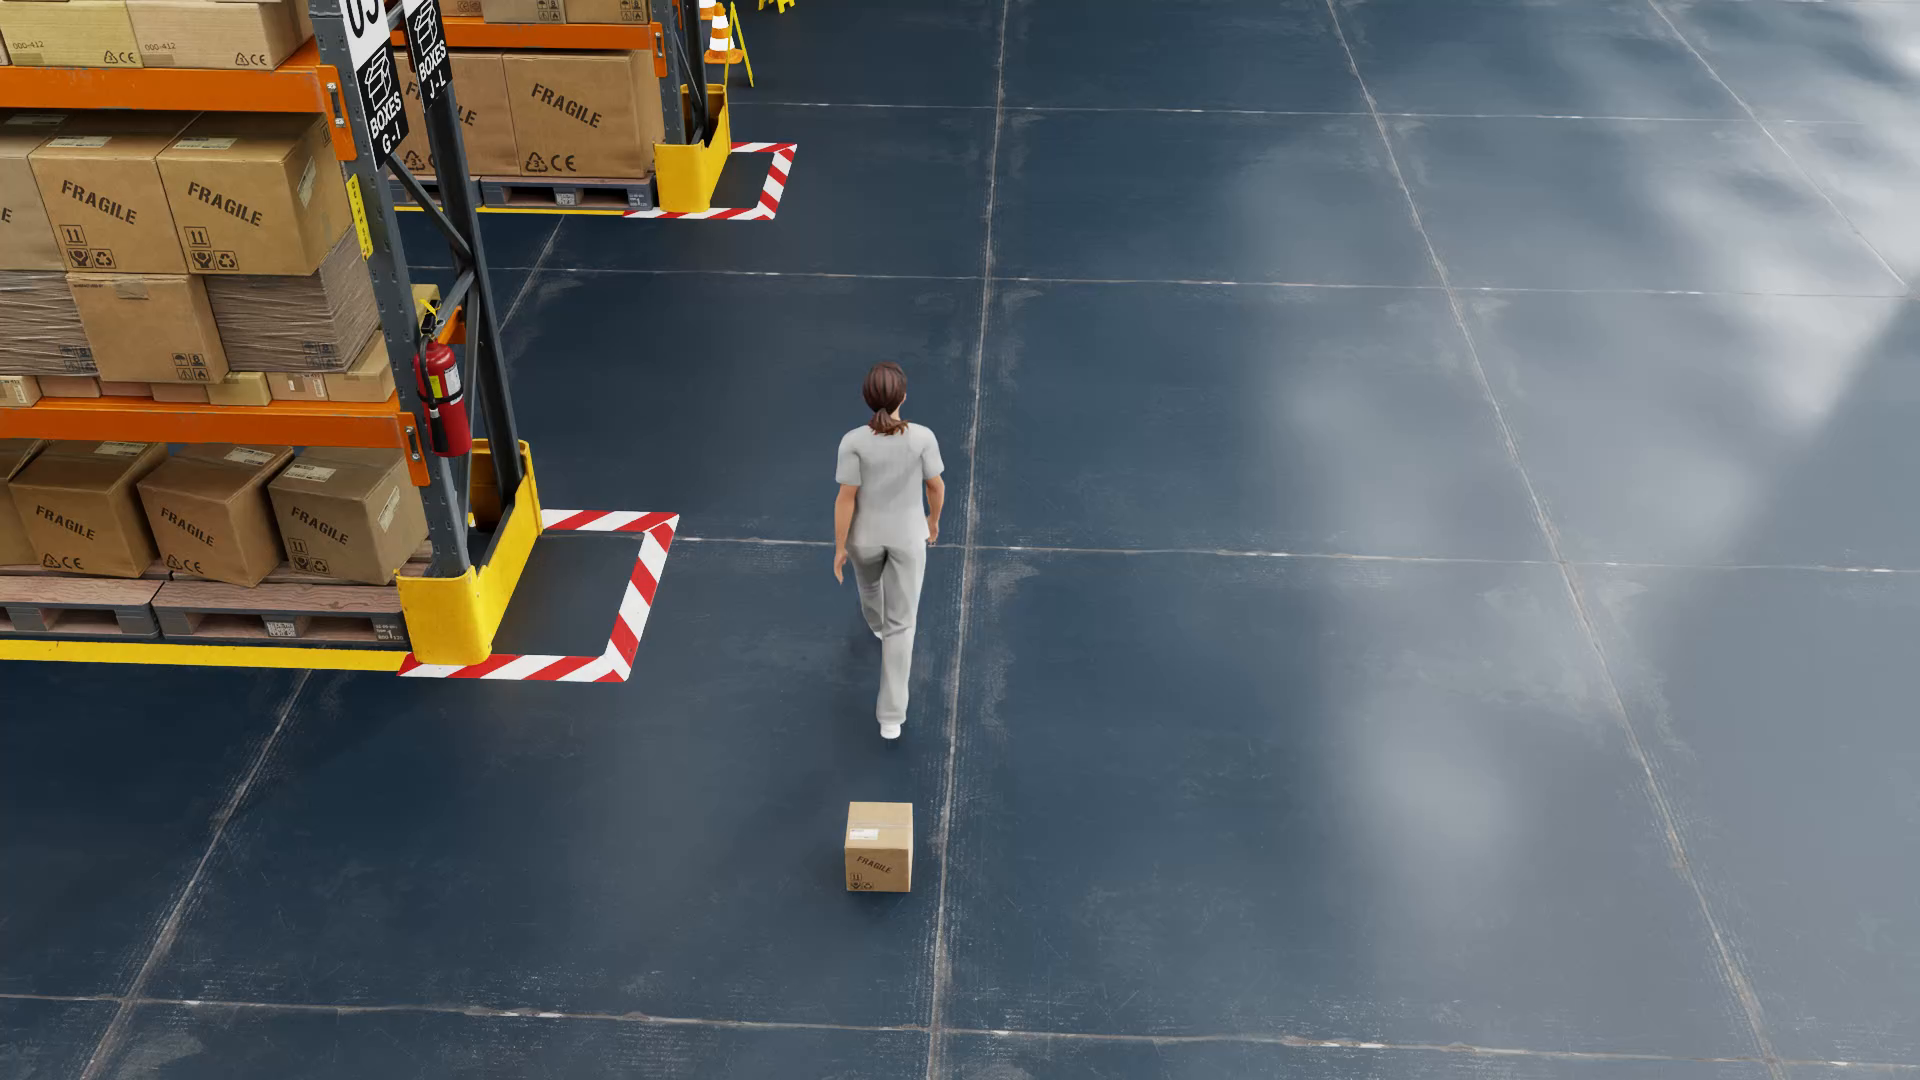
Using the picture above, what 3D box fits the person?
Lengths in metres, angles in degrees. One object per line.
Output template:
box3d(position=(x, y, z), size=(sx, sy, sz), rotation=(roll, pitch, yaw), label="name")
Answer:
box3d(position=(-0.300, -0.054, 7.186), size=(0.469, 1.598, 1.011), rotation=(0, 36, 1), label="person")
